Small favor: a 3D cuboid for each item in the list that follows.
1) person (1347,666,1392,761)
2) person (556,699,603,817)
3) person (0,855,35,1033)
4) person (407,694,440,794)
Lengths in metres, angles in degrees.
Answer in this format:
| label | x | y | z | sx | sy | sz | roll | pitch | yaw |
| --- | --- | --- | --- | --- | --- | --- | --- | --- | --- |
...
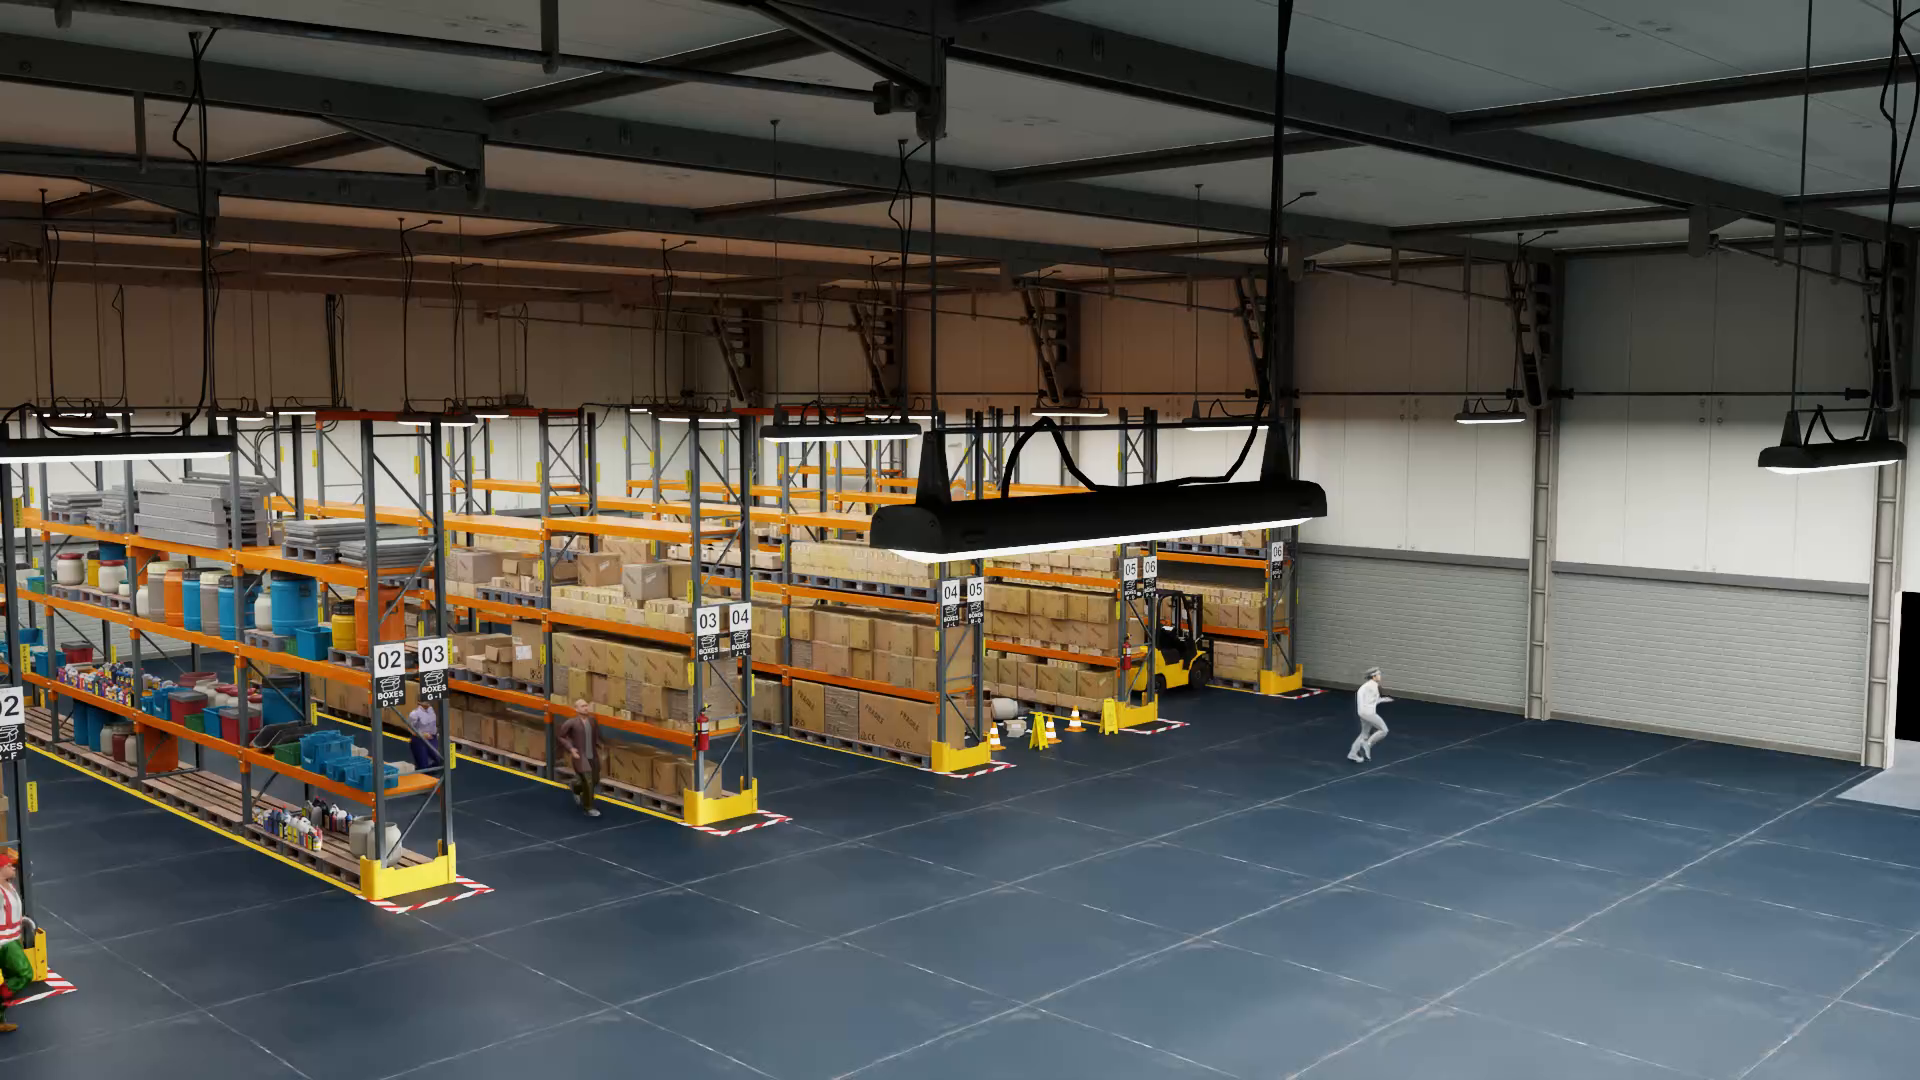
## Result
| label | x | y | z | sx | sy | sz | roll | pitch | yaw |
| --- | --- | --- | --- | --- | --- | --- | --- | --- | --- |
| person | 7.017 | 2.976 | 28.386 | 0.721 | 1.642 | 0.549 | 1 | 5 | 11 |
| person | -5.677 | 3.254 | 24.956 | 0.840 | 1.737 | 0.715 | 4 | 7 | 40 |
| person | -9.502 | 3.998 | 16.577 | 0.525 | 1.732 | 0.704 | -2 | 5 | -18 |
| person | -8.402 | 3.202 | 26.189 | 0.571 | 1.610 | 0.604 | 3 | 6 | 34 |
